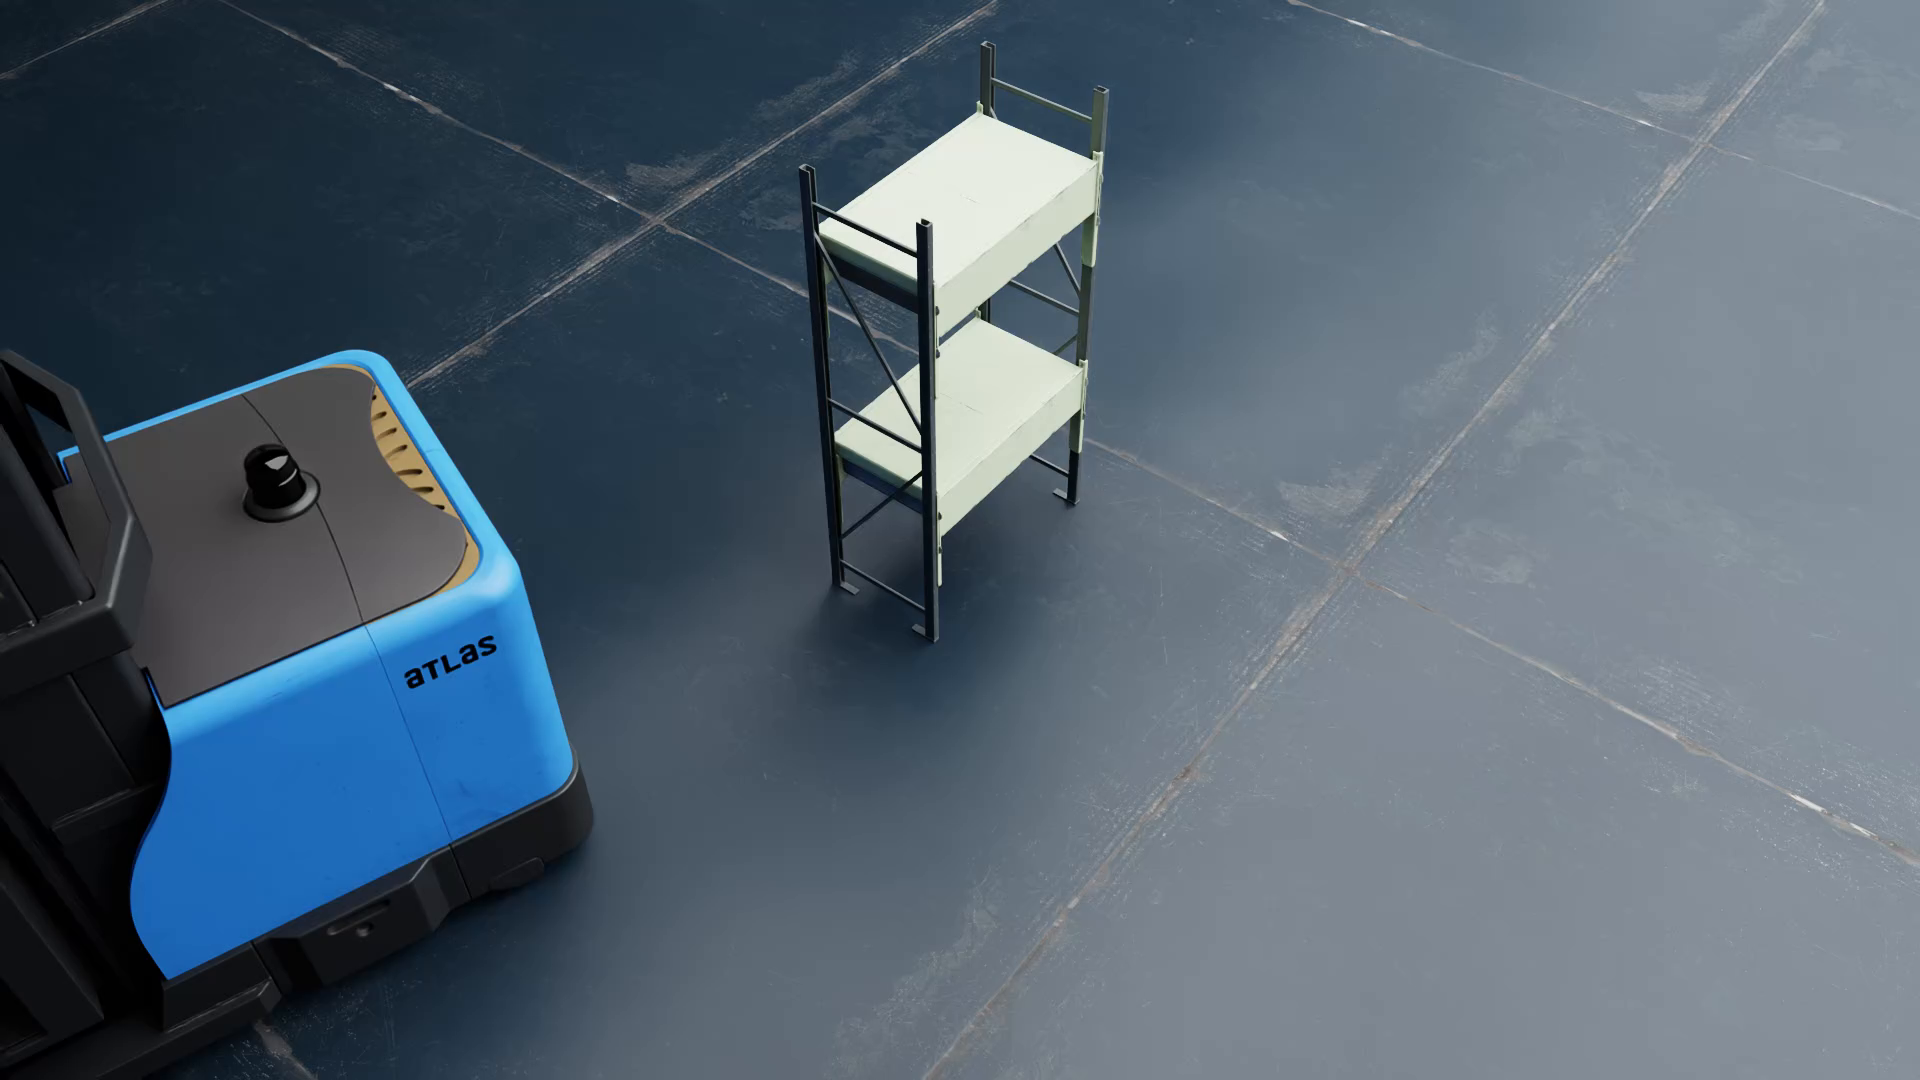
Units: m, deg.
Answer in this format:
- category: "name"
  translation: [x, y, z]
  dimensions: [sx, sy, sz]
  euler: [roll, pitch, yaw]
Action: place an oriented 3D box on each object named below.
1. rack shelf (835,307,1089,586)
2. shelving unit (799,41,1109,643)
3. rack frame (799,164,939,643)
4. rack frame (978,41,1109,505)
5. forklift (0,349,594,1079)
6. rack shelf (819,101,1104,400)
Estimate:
- category: "rack shelf"
  translation: [-0.004, -0.289, 4.940]
  dimensions: [0.431, 0.370, 0.720]
  euler: [29, 53, 25]
- category: "shelving unit"
  translation: [-0.004, -0.514, 4.704]
  dimensions: [0.431, 1.500, 0.755]
  euler: [29, 53, 25]
- category: "rack frame"
  translation: [-0.228, -0.305, 4.504]
  dimensions: [0.400, 1.500, 0.023]
  euler: [29, 53, 25]
- category: "rack frame"
  translation: [0.220, -0.724, 4.904]
  dimensions: [0.400, 1.500, 0.023]
  euler: [29, 53, 25]
- category: "forklift"
  translation: [-2.492, 0.091, 3.136]
  dimensions: [3.031, 2.935, 1.130]
  euler: [-25, 51, -22]
- category: "rack shelf"
  translation: [-0.004, -0.784, 4.422]
  dimensions: [0.431, 0.370, 0.720]
  euler: [29, 53, 25]
